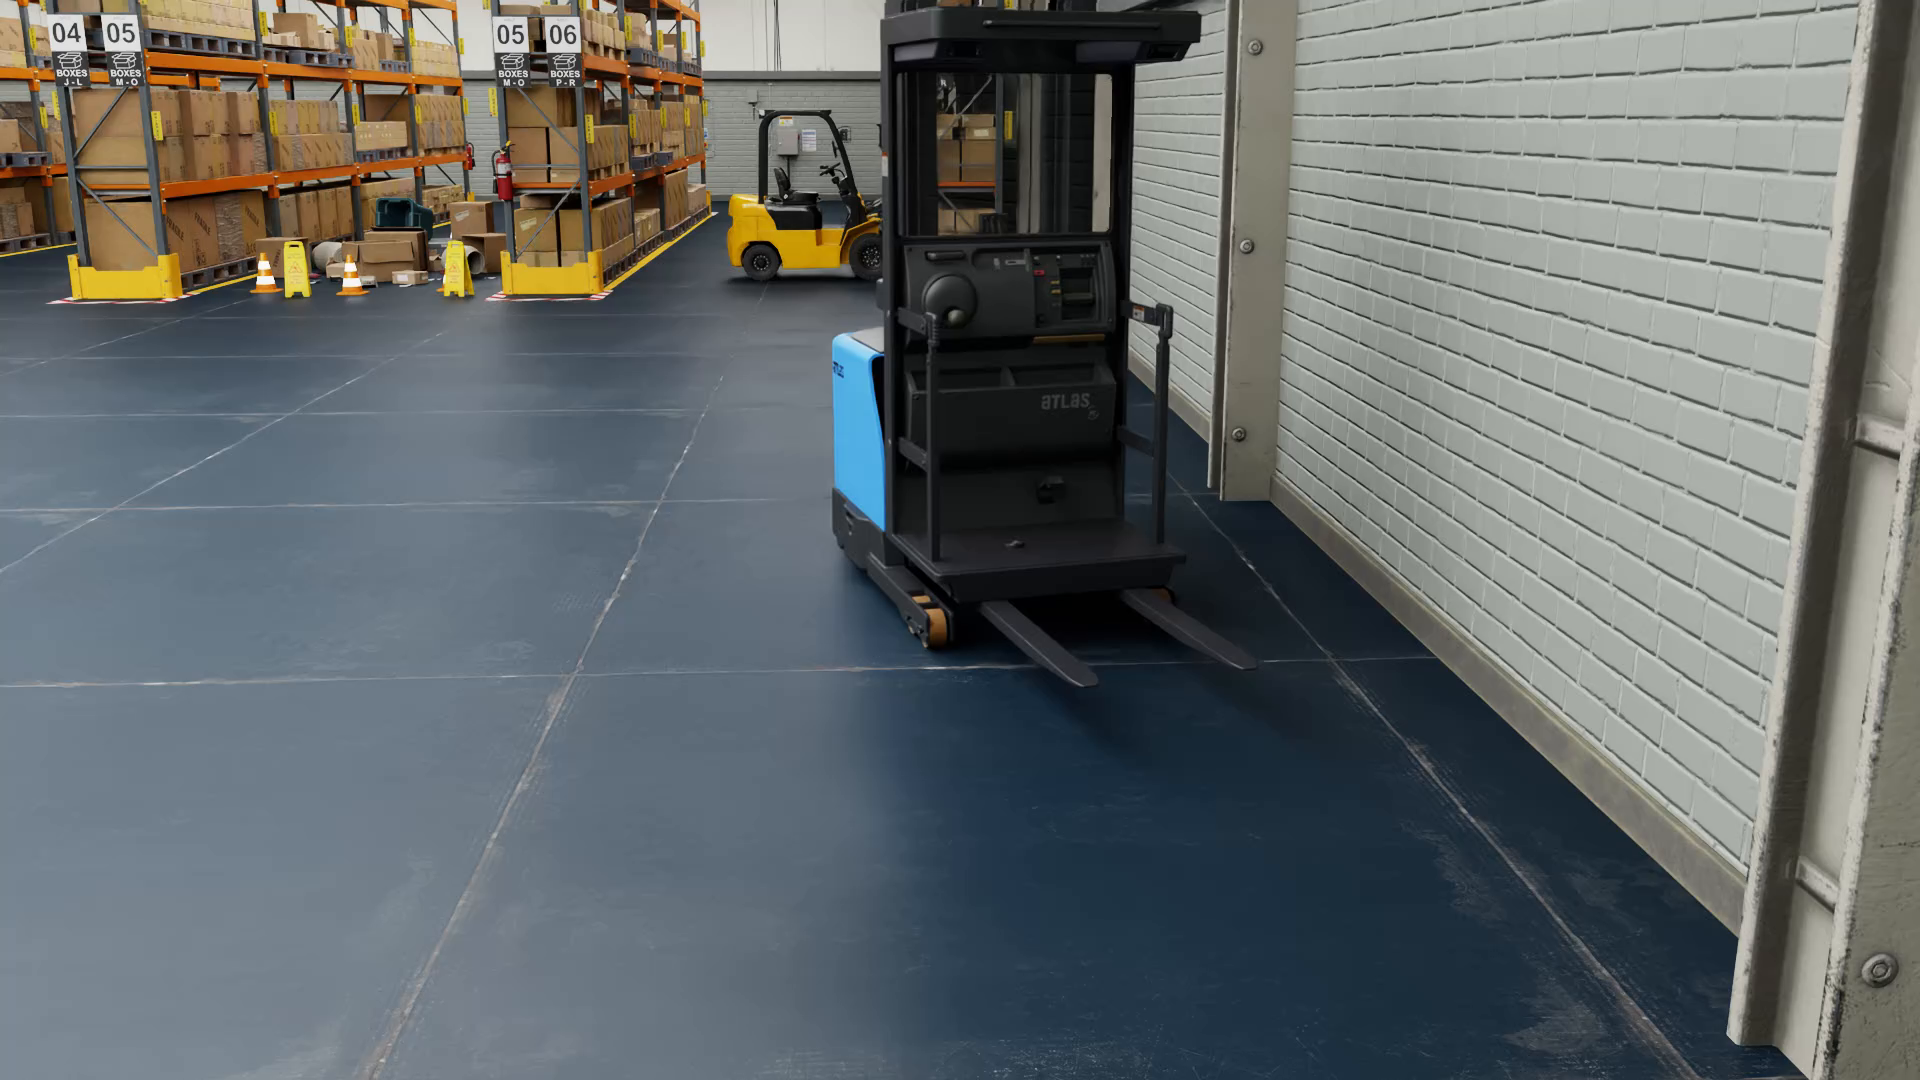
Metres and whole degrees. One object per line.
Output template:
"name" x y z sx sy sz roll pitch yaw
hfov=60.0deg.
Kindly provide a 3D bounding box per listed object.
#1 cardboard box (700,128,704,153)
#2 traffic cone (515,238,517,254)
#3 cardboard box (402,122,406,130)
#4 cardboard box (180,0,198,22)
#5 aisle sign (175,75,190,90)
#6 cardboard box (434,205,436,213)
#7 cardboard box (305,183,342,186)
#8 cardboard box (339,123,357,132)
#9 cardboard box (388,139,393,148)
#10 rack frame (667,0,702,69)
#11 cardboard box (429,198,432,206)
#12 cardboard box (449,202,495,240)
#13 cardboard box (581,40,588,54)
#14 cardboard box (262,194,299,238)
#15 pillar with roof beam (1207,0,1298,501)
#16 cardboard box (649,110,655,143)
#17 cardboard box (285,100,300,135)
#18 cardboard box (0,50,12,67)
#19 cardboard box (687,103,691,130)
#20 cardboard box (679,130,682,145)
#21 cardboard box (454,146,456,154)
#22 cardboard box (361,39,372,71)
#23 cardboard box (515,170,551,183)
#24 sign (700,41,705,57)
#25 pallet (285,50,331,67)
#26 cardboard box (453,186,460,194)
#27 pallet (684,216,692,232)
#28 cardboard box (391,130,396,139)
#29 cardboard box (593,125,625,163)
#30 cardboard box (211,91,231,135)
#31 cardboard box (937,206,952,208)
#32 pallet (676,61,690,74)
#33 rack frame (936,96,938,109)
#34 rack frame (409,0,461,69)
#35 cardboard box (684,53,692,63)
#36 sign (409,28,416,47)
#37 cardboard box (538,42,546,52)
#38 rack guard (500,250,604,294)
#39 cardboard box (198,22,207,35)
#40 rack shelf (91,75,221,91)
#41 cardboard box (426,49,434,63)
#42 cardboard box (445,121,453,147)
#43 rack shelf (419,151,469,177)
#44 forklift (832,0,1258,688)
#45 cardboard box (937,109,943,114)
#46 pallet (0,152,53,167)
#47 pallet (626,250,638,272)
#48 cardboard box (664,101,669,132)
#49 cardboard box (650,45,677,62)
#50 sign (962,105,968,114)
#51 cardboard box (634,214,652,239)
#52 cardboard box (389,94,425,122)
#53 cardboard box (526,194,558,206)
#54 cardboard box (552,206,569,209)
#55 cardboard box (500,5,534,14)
"cardboard box" -5.633 -8.356 34.781 0.500 0.500 0.500 -1 14 -3
"traffic cone" -6.658 -4.497 25.075 0.336 0.463 0.334 -1 14 -3
"cardboard box" -10.394 -7.600 30.511 0.380 0.149 0.250 0 14 -1
"cardboard box" -9.708 -6.494 20.386 0.500 0.250 0.500 -1 14 -4
"aisle sign" -16.122 -9.542 34.376 0.394 0.787 0.004 -1 14 -3
"cardboard box" -10.516 -6.501 32.651 0.380 0.149 0.250 -2 15 -6
"cardboard box" -10.670 -5.854 27.927 0.500 0.250 0.500 -1 14 -5
"cardboard box" -10.201 -6.821 27.483 0.380 0.149 0.250 -1 14 -3
"cardboard box" -10.323 -7.055 29.586 0.380 0.149 0.250 -2 15 -6
"rack frame" -5.927 -11.328 34.496 1.000 3.000 0.127 -1 14 -3
"cardboard box" -10.487 -6.577 32.351 0.380 0.149 0.250 -2 15 -6
"cardboard box" -6.958 -4.560 23.726 0.500 0.500 0.500 -1 14 -3
"cardboard box" -4.632 -5.862 19.775 0.380 0.149 0.250 -1 14 -3
"cardboard box" -10.246 -4.604 24.072 1.050 0.750 0.750 -1 14 -4
"pillar with roof beam" -2.679 -4.563 8.201 9.100 9.000 0.400 -1 14 -3
"cardboard box" -5.050 -6.467 25.999 0.500 0.500 0.500 -2 15 -7
"cardboard box" -10.219 -6.247 24.578 0.700 0.500 0.500 -1 14 -3
"cardboard box" -15.004 -7.423 25.637 0.500 0.250 0.500 -1 14 -4
"cardboard box" -5.492 -8.209 32.203 0.500 0.500 0.500 -1 14 -4
"cardboard box" -5.371 -7.368 30.439 0.500 0.250 0.500 -1 14 -2
"cardboard box" -10.550 -7.998 34.098 0.380 0.149 0.250 -1 14 -4
"cardboard box" -10.173 -8.103 27.781 0.500 0.500 0.500 -1 14 -3
"cardboard box" -5.172 -4.412 20.158 0.380 0.149 0.250 0 14 -2
"sign" -5.385 -10.271 34.788 0.100 0.325 0.005 -1 14 -3
"pallet" -10.200 -7.256 25.066 1.003 0.211 1.213 0 14 -1
"cardboard box" -10.474 -7.179 34.092 0.380 0.149 0.250 -1 14 -5
"pallet" -5.556 -5.887 30.983 1.003 0.211 1.213 -1 14 -3
"cardboard box" -10.340 -7.261 29.793 0.380 0.149 0.250 -1 14 -5
"cardboard box" -4.869 -5.396 22.683 0.500 0.500 0.500 0 14 -2
"cardboard box" -10.083 -5.569 21.683 0.875 0.550 0.550 -1 14 -3
"cardboard box" -0.359 -4.114 21.165 0.500 0.250 0.500 -1 14 -2
"pallet" -5.719 -9.042 31.806 1.003 0.211 1.213 -1 14 -3
"rack frame" -0.973 -8.501 35.545 1.000 3.000 0.127 -1 14 -3
"rack frame" -10.861 -11.227 34.101 1.000 3.000 0.127 -1 14 -3
"cardboard box" -5.809 -9.944 34.394 0.500 0.250 0.500 -2 15 -9
"sign" -10.060 -9.230 30.532 0.100 0.325 0.005 -1 14 -3
"cardboard box" -5.268 -5.987 20.261 0.380 0.149 0.250 0 14 -2
"rack guard" -4.940 -3.252 20.163 1.175 0.500 0.348 -1 14 -3
"cardboard box" -9.666 -6.392 20.792 0.380 0.149 0.250 -1 14 -3
"rack shelf" -15.694 -8.877 32.431 1.077 0.370 4.000 -1 14 -3
"cardboard box" -10.447 -9.322 32.014 0.500 0.250 0.500 -1 14 -2
"cardboard box" -10.509 -8.152 33.393 0.500 0.500 0.500 -1 14 -3
"rack shelf" -10.737 -7.476 33.005 1.077 0.370 4.000 -1 14 -3
"forklift" 0.284 -1.087 6.869 1.130 2.935 3.031 -4 15 -17
"cardboard box" -0.552 -8.315 33.022 0.500 0.500 0.500 -1 14 -5
"pallet" -15.172 -6.012 26.257 1.213 0.211 1.003 -1 14 -3
"pallet" -5.107 -3.922 23.345 1.003 0.211 1.213 -1 14 -3
"cardboard box" -5.258 -7.216 28.344 0.500 0.500 0.500 -1 14 -3
"cardboard box" -5.415 -8.825 30.123 0.500 0.311 0.500 -1 14 -3
"sign" 0.076 -7.081 27.704 0.100 0.325 0.005 -1 14 -3
"cardboard box" -5.311 -4.851 25.793 0.950 0.372 0.625 0 14 -2
"cardboard box" -10.398 -8.119 31.259 0.500 0.500 0.500 -1 14 -2
"cardboard box" -5.348 -4.341 21.247 0.380 0.149 0.250 -1 14 -3
"cardboard box" -5.281 -4.004 21.238 0.500 0.500 0.500 0 14 -1
"cardboard box" -5.251 -6.241 19.645 0.380 0.149 0.250 -1 14 -3
